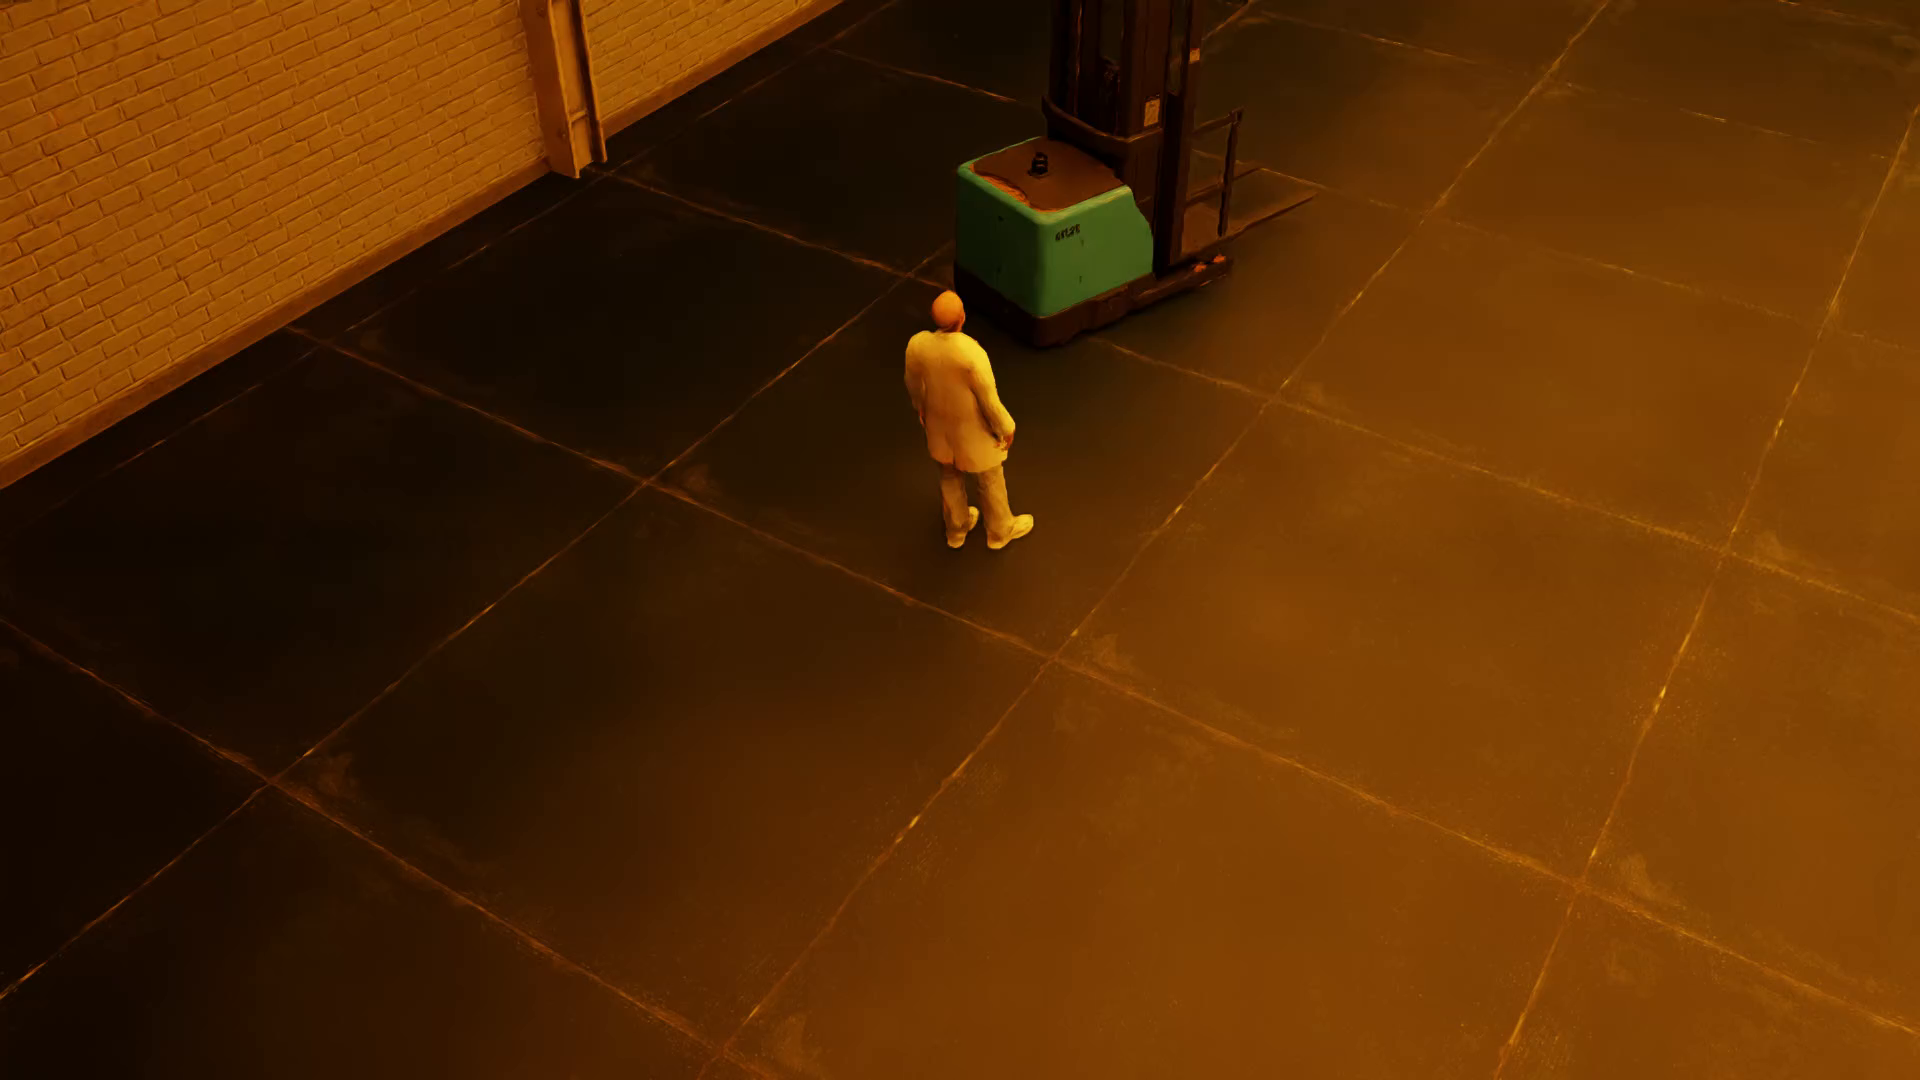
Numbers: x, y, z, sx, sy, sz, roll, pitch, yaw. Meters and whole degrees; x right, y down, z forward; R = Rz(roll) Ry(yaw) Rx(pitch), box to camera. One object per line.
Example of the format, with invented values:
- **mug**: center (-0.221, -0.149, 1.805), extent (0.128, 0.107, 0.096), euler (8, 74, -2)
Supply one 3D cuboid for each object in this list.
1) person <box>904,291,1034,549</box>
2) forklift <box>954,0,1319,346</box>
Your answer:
- **person**: center (0.053, -0.732, 9.711), extent (0.694, 1.776, 0.579), euler (22, 45, 24)
- **forklift**: center (1.436, -3.269, 11.825), extent (3.031, 2.935, 1.130), euler (-26, 47, -28)
